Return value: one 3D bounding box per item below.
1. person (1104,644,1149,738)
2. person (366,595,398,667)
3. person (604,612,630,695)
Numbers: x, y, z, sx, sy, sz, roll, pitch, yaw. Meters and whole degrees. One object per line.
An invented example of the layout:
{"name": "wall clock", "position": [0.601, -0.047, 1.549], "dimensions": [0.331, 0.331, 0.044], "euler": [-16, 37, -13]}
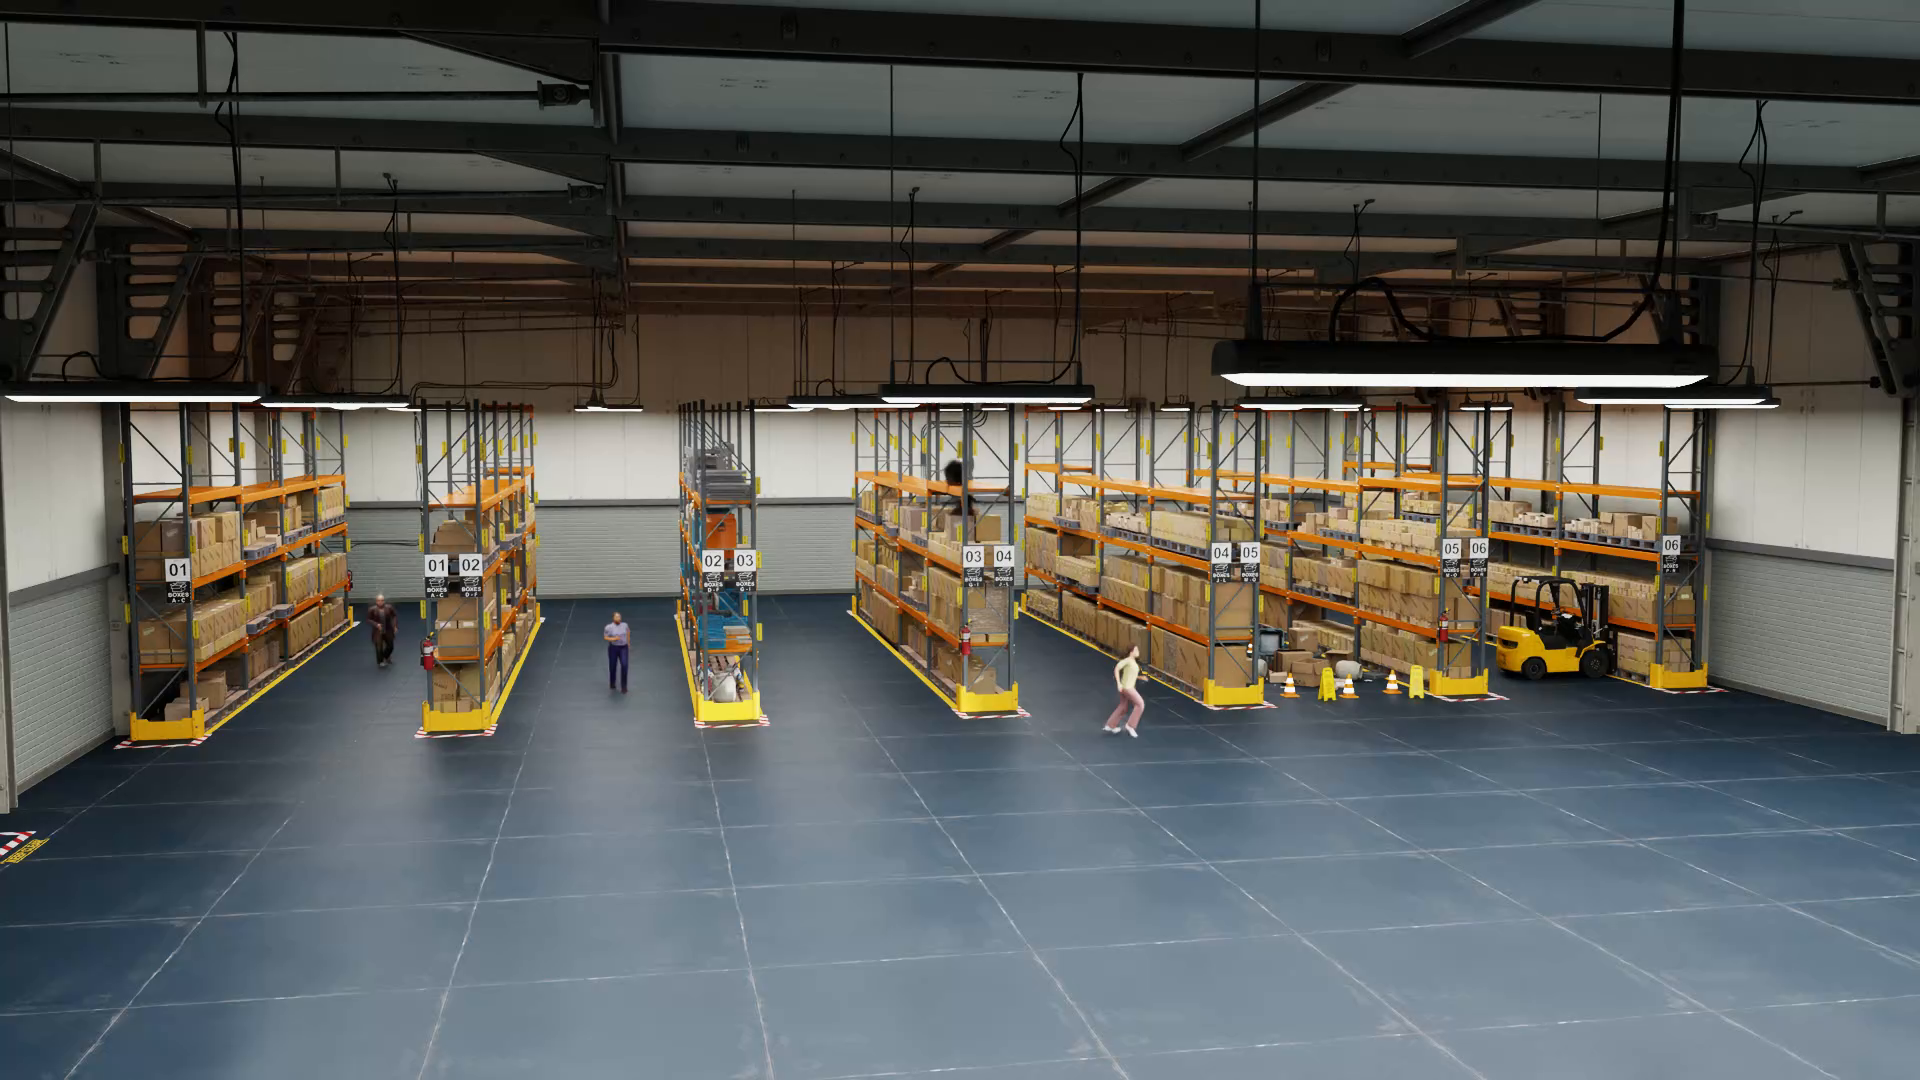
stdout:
{"name": "person", "position": [2.960, 2.675, 29.599], "dimensions": [0.794, 1.671, 0.517], "euler": [1, 4, 14]}
{"name": "person", "position": [-13.030, 2.064, 37.504], "dimensions": [0.700, 1.665, 0.815], "euler": [-2, 5, -26]}
{"name": "person", "position": [-7.063, 2.304, 34.273], "dimensions": [0.558, 1.683, 0.842], "euler": [-1, 5, -19]}
